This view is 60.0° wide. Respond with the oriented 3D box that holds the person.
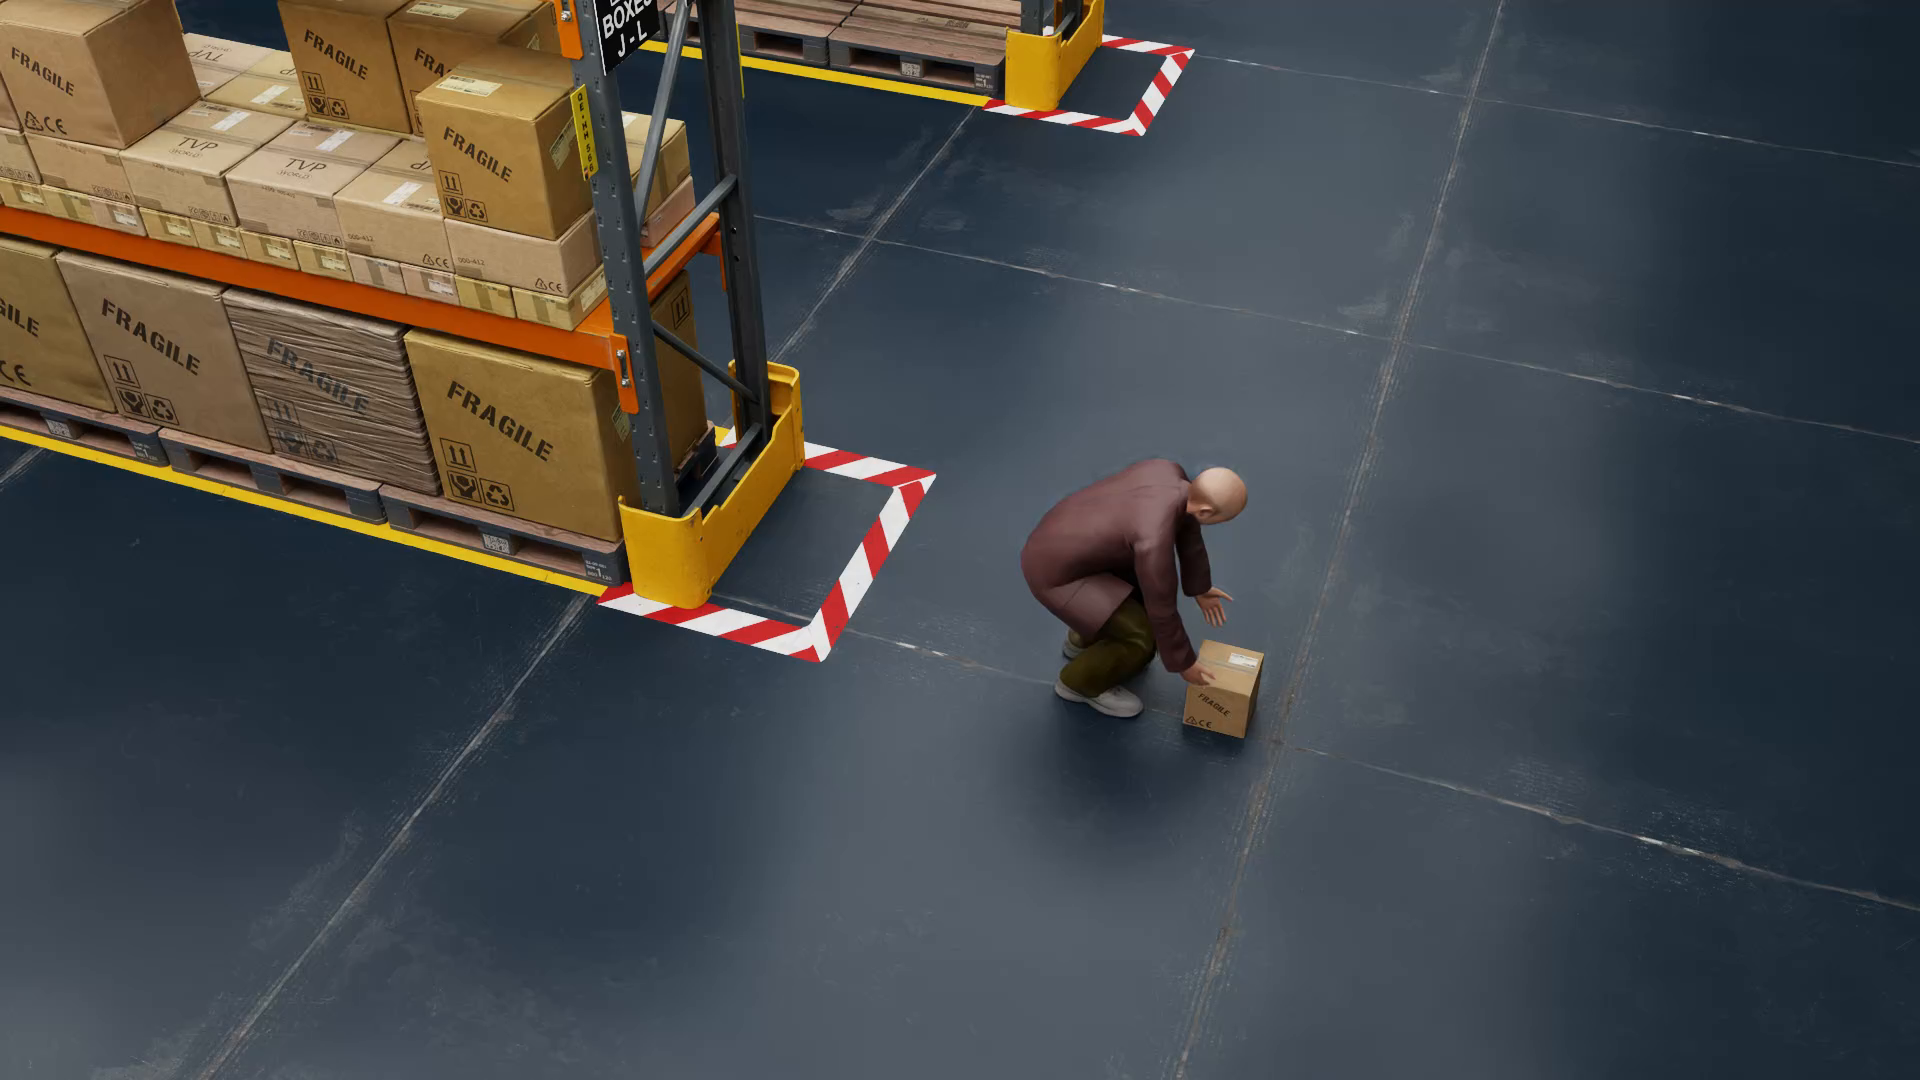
[{"bbox_3d":[0.658,0.139,6.488,0.843,1.153,0.620,13,43,15],"label":"person"}]
